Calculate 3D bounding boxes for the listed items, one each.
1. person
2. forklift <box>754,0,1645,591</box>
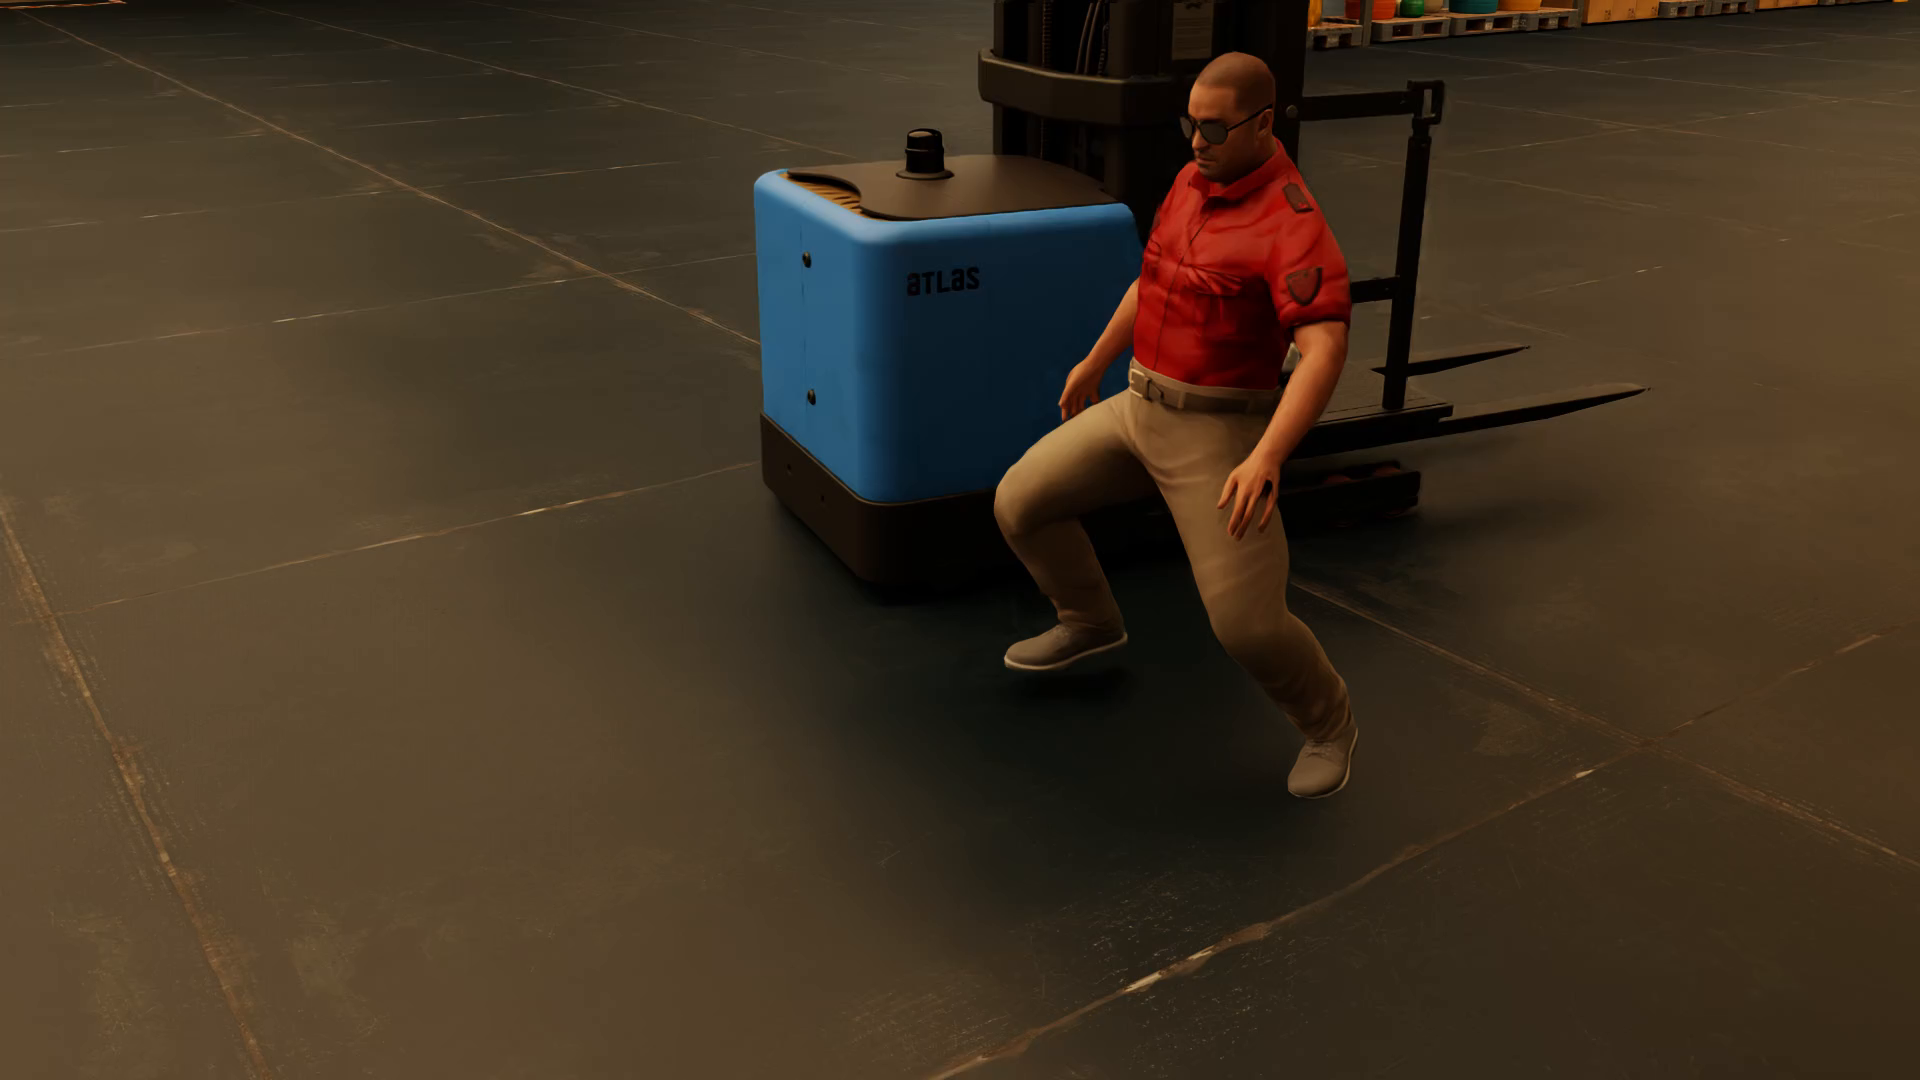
[{"bbox_3d":[0.542,-0.255,3.714,0.674,1.611,0.972,-11,24,-24],"label":"person"},{"bbox_3d":[0.915,-1.567,5.127,3.031,2.935,1.130,-10,24,-23],"label":"forklift"}]
